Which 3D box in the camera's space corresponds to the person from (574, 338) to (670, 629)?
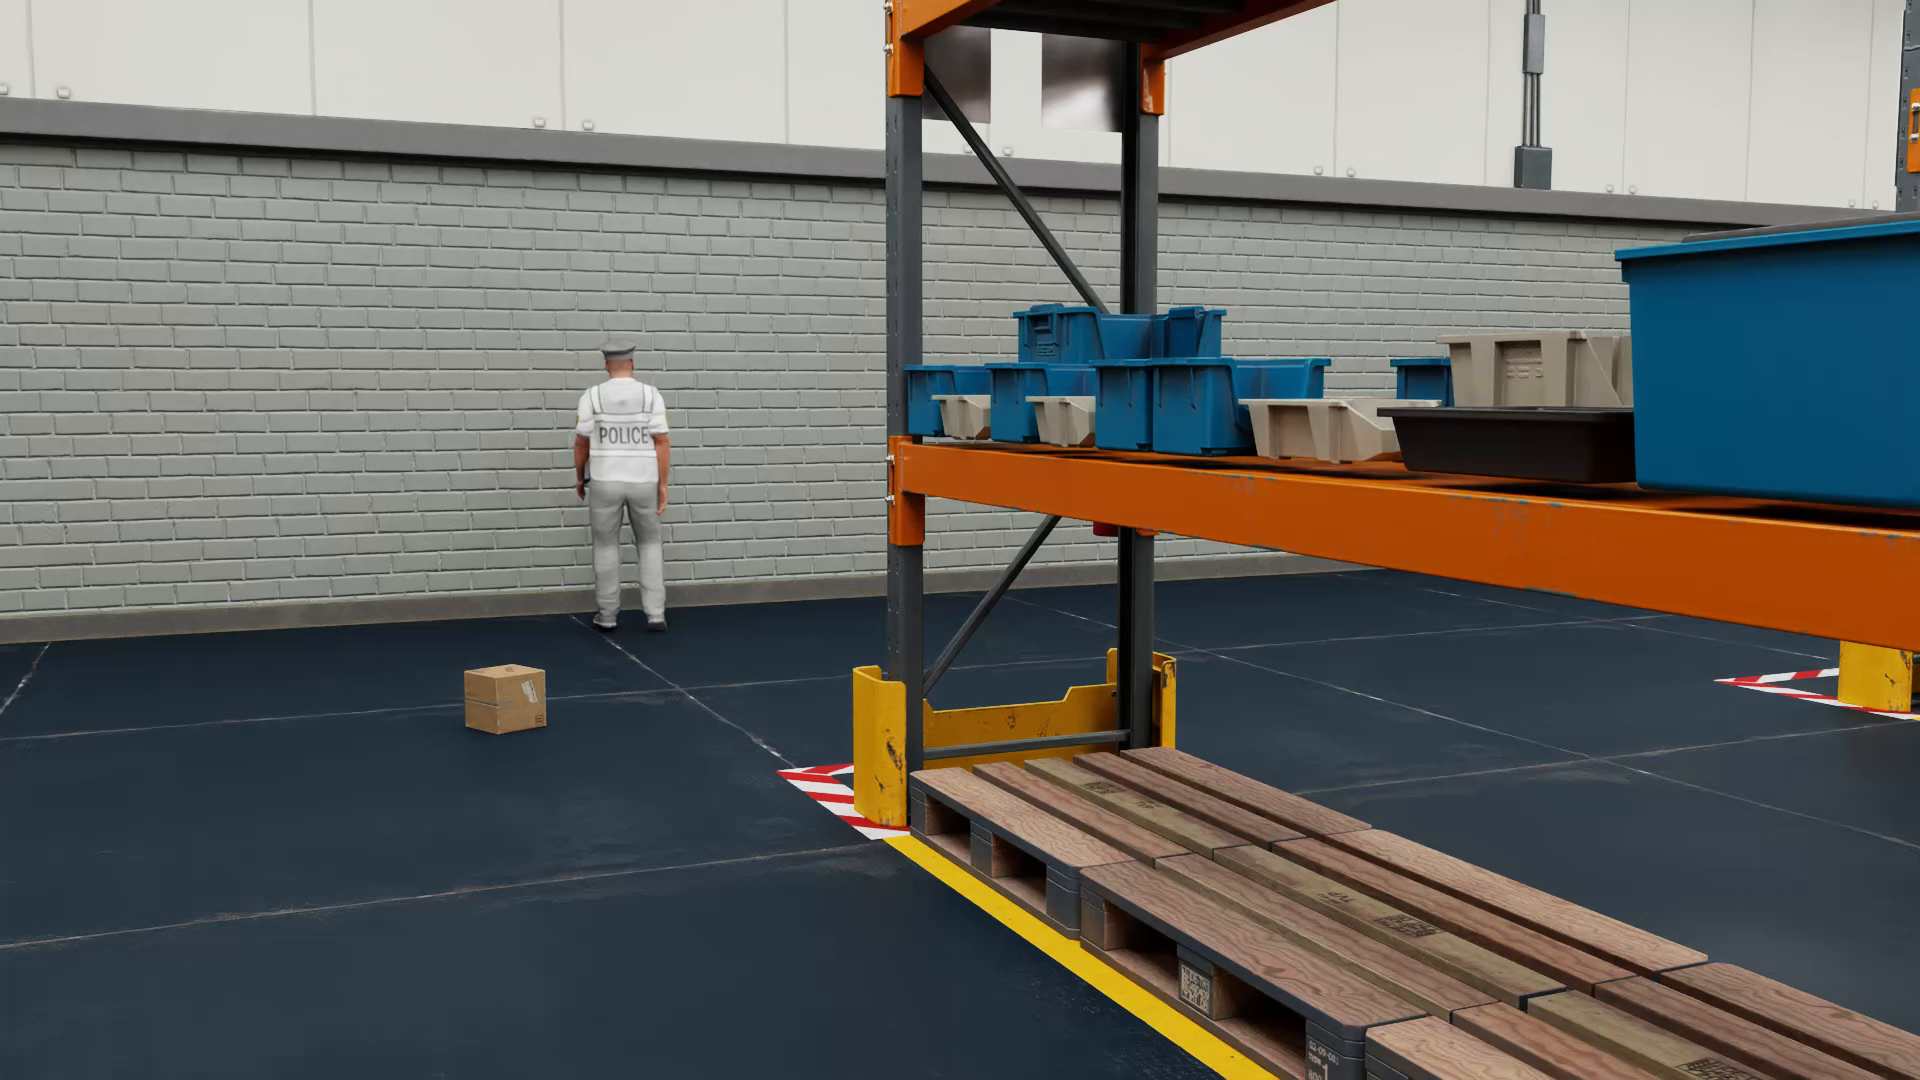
[{"bbox_3d":[-2.057,-0.306,10.108,0.558,1.829,0.513,-2,6,-16],"label":"person"}]
